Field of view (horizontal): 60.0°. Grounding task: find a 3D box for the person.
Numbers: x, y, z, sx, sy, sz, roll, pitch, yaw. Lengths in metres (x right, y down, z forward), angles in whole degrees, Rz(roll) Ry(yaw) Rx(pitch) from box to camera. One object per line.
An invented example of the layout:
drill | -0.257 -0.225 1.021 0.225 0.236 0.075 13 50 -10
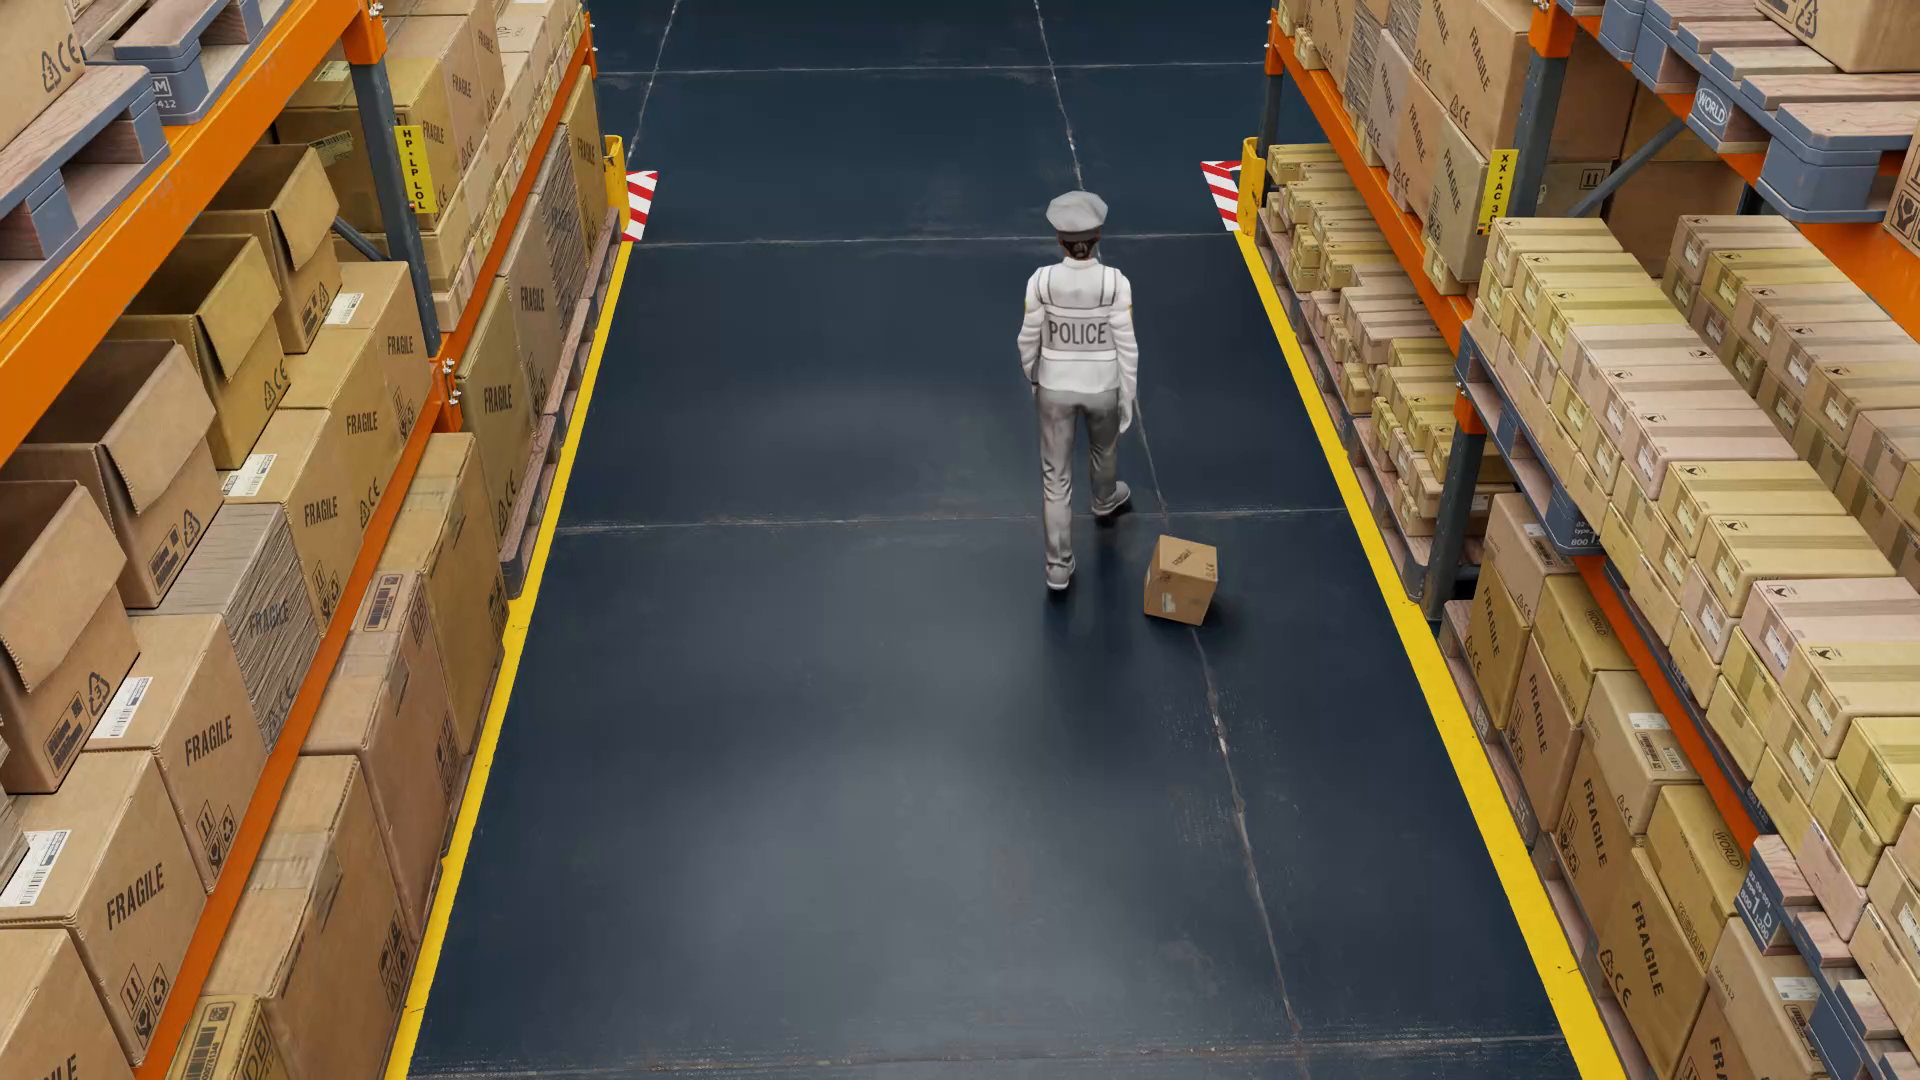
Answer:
person | 0.507 -0.665 7.046 0.537 1.629 0.873 2 35 3
